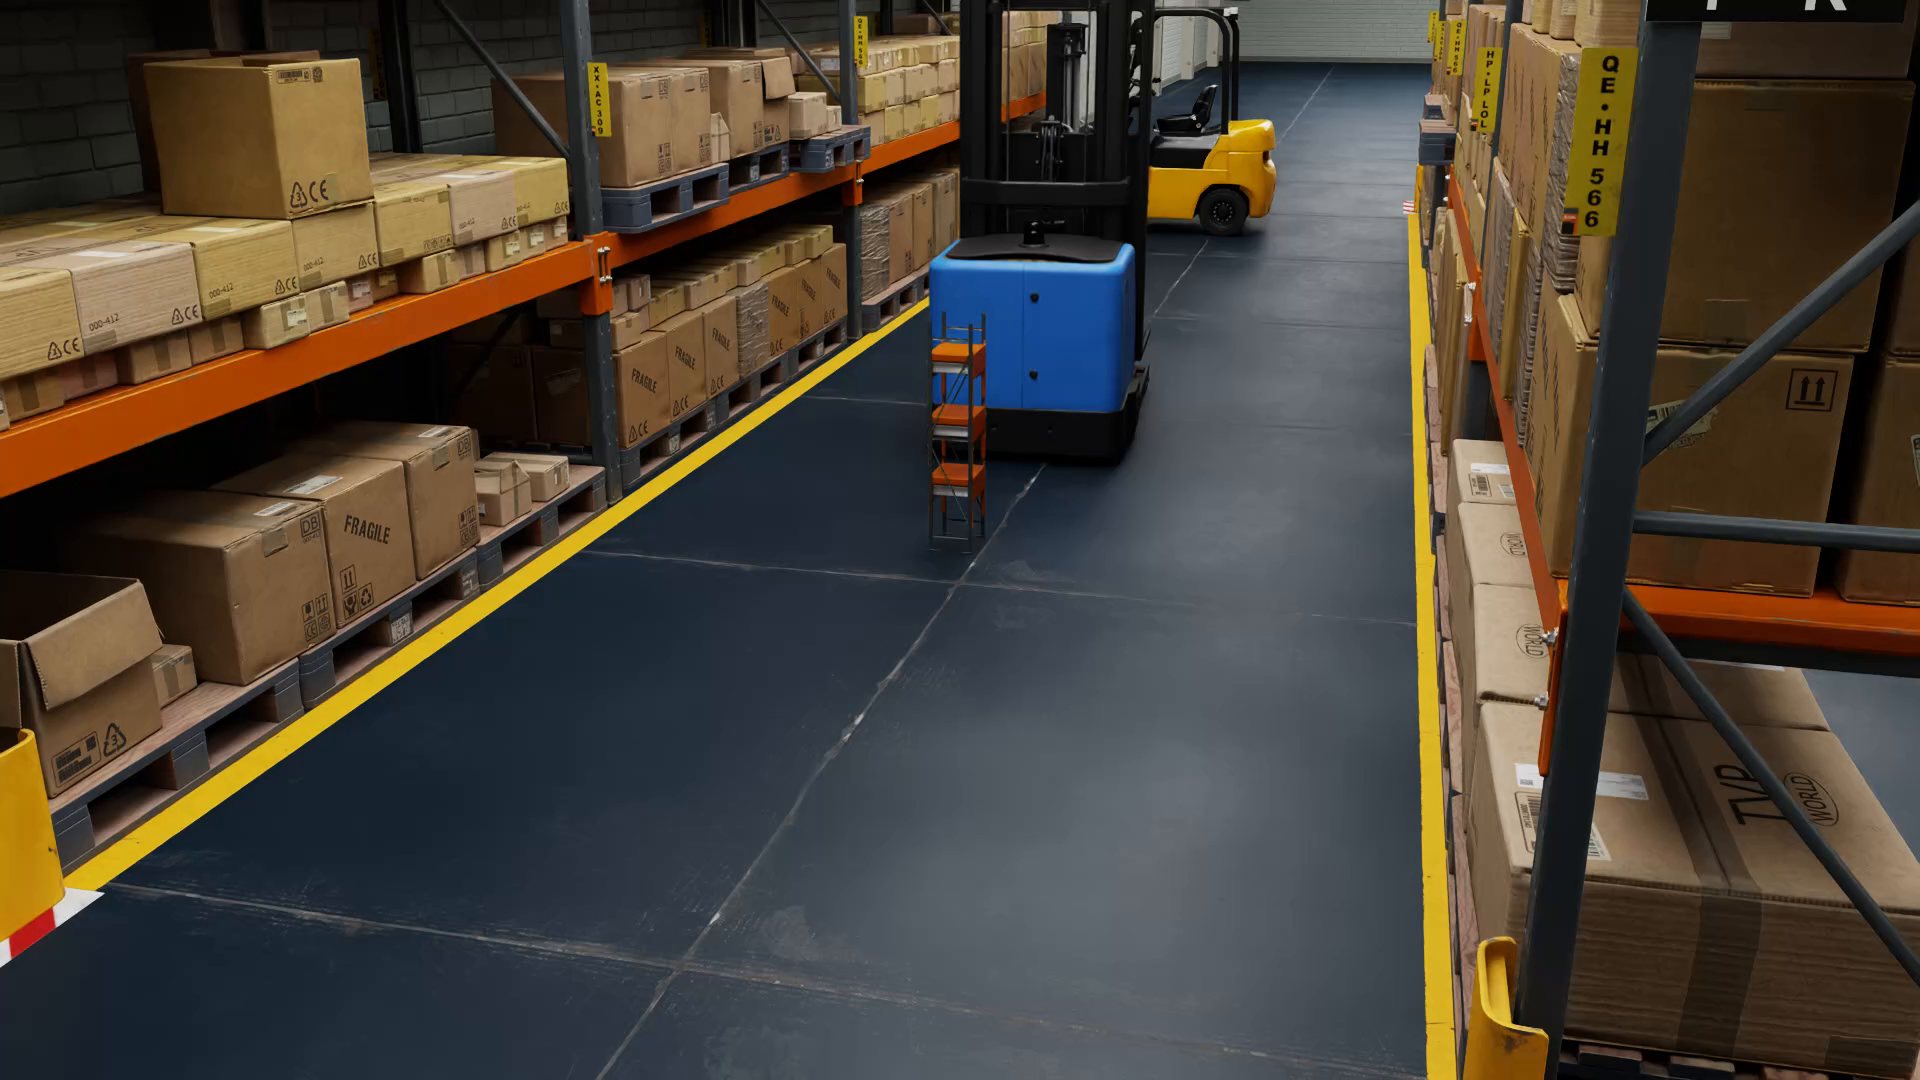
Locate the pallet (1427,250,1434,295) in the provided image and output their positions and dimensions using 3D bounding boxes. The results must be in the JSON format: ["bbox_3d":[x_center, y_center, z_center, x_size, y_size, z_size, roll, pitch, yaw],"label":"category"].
[{"bbox_3d":[4.402,-2.193,13.782,1.003,0.211,1.213,5,19,13],"label":"pallet"}]

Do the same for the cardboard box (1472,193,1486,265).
[{"bbox_3d":[2.502,-1.339,7.199,0.500,0.250,0.500,4,19,12],"label":"cardboard box"}]

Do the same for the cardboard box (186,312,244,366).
[{"bbox_3d":[-2.580,-0.676,5.414,0.380,0.149,0.250,5,19,14],"label":"cardboard box"}]

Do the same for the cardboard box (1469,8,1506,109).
[{"bbox_3d":[3.003,-2.571,8.873,0.500,0.500,0.500,5,20,15],"label":"cardboard box"}]

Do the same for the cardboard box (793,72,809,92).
[{"bbox_3d":[-1.360,-3.222,11.940,0.500,0.250,0.500,5,20,15],"label":"cardboard box"}]

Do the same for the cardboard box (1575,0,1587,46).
[{"bbox_3d":[1.811,-1.356,4.311,0.380,0.149,0.250,5,20,15],"label":"cardboard box"}]

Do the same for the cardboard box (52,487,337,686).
[{"bbox_3d":[-2.667,0.148,5.830,0.700,0.500,0.500,5,20,16],"label":"cardboard box"}]

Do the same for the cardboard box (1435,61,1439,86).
[{"bbox_3d":[4.821,-4.590,15.870,0.500,0.500,0.500,4,19,12],"label":"cardboard box"}]

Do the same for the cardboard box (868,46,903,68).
[{"bbox_3d":[-0.651,-3.655,12.591,0.380,0.149,0.250,5,19,14],"label":"cardboard box"}]

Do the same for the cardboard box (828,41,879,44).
[{"bbox_3d":[-0.880,-4.013,13.639,0.380,0.149,0.250,5,19,13],"label":"cardboard box"}]

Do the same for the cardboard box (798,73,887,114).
[{"bbox_3d":[-0.831,-3.178,11.808,0.500,0.250,0.500,5,19,13],"label":"cardboard box"}]

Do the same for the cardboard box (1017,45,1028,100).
[{"bbox_3d":[0.372,-4.637,16.468,0.500,0.500,0.500,4,19,13],"label":"cardboard box"}]

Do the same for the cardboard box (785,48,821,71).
[{"bbox_3d":[-1.239,-3.534,12.234,0.380,0.149,0.250,5,19,13],"label":"cardboard box"}]

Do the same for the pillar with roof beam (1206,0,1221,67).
[{"bbox_3d":[11.215,-17.156,43.995,9.100,9.000,0.400,5,19,13],"label":"pillar with roof beam"}]

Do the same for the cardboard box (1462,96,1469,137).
[{"bbox_3d":[3.123,-2.368,9.437,0.500,0.250,0.500,5,20,15],"label":"cardboard box"}]

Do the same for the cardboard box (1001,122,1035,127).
[{"bbox_3d":[0.712,-4.284,17.646,0.500,0.250,0.500,5,19,14],"label":"cardboard box"}]

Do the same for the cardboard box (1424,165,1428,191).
[{"bbox_3d":[4.844,-3.704,16.335,0.500,0.500,0.500,5,19,14],"label":"cardboard box"}]

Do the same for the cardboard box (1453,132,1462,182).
[{"bbox_3d":[3.250,-2.299,10.009,0.500,0.250,0.500,4,19,12],"label":"cardboard box"}]

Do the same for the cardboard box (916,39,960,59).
[{"bbox_3d":[-0.183,-4.130,13.979,0.380,0.149,0.250,4,19,12],"label":"cardboard box"}]

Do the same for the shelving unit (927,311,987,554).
[{"bbox_3d":[-0.013,-0.480,7.469,0.215,1.050,0.252,5,19,13],"label":"shelving unit"}]

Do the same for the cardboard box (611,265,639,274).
[{"bbox_3d":[-2.092,-1.510,9.683,0.380,0.149,0.250,5,19,14],"label":"cardboard box"}]

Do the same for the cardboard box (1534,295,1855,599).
[{"bbox_3d":[1.520,-0.215,3.522,0.500,0.500,0.500,5,19,14],"label":"cardboard box"}]

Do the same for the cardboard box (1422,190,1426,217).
[{"bbox_3d":[4.850,-3.346,16.447,0.500,0.250,0.500,6,20,17],"label":"cardboard box"}]

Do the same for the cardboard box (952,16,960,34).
[{"bbox_3d":[0.143,-4.719,15.245,0.380,0.149,0.250,5,20,14],"label":"cardboard box"}]

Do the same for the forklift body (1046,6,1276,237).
[{"bbox_3d":[2.060,-4.261,16.836,2.313,2.155,1.214,5,19,13],"label":"forklift body"}]

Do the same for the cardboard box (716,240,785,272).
[{"bbox_3d":[-1.328,-1.796,10.519,0.380,0.149,0.250,5,20,15],"label":"cardboard box"}]

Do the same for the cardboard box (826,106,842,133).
[{"bbox_3d":[-0.989,-2.738,10.801,0.380,0.149,0.250,5,19,14],"label":"cardboard box"}]

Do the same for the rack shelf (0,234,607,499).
[{"bbox_3d":[-2.666,-0.673,6.130,1.077,0.370,4.000,5,19,13],"label":"rack shelf"}]

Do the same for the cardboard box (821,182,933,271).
[{"bbox_3d":[-0.718,-2.580,13.624,0.875,0.625,0.625,4,19,11],"label":"cardboard box"}]

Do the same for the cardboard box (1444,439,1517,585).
[{"bbox_3d":[2.379,-0.047,6.500,0.875,0.438,0.875,4,19,13],"label":"cardboard box"}]

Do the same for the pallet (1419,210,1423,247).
[{"bbox_3d":[5.017,-3.034,16.244,1.003,0.211,1.213,5,19,13],"label":"pallet"}]

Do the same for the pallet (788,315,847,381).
[{"bbox_3d":[-1.419,-1.343,11.294,1.003,0.211,1.213,5,19,13],"label":"pallet"}]

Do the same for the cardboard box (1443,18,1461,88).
[{"bbox_3d":[3.828,-3.547,12.166,0.500,0.500,0.500,4,19,11],"label":"cardboard box"}]

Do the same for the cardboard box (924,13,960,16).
[{"bbox_3d":[-0.202,-5.089,16.328,0.380,0.149,0.250,4,19,12],"label":"cardboard box"}]

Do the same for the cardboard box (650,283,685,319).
[{"bbox_3d":[-1.734,-1.316,9.113,0.380,0.149,0.250,4,19,12],"label":"cardboard box"}]

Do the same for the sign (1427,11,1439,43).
[{"bbox_3d":[5.042,-5.463,17.702,0.100,0.325,0.005,5,19,13],"label":"sign"}]

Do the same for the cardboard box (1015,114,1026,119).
[{"bbox_3d":[0.453,-4.637,18.679,0.500,0.250,0.500,4,19,13],"label":"cardboard box"}]

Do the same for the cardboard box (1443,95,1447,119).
[{"bbox_3d":[3.602,-3.042,11.693,0.380,0.149,0.250,5,19,14],"label":"cardboard box"}]

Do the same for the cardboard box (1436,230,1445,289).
[{"bbox_3d":[4.125,-2.104,12.622,0.950,0.372,0.625,5,20,15],"label":"cardboard box"}]

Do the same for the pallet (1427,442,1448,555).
[{"bbox_3d":[2.752,-0.178,7.881,1.003,0.211,1.213,5,19,13],"label":"pallet"}]

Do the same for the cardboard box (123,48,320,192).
[{"bbox_3d":[-2.799,-1.619,6.399,0.500,0.500,0.500,4,19,12],"label":"cardboard box"}]

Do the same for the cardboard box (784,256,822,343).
[{"bbox_3d":[-1.228,-1.604,10.962,0.500,0.500,0.500,4,19,13],"label":"cardboard box"}]

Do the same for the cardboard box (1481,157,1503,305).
[{"bbox_3d":[2.268,-1.170,6.319,0.500,0.500,0.500,5,20,15],"label":"cardboard box"}]

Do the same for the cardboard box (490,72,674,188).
[{"bbox_3d":[-1.842,-2.020,8.158,0.700,0.500,0.500,5,20,15],"label":"cardboard box"}]

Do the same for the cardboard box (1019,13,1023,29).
[{"bbox_3d":[0.424,-5.209,16.679,0.380,0.149,0.250,5,19,14],"label":"cardboard box"}]

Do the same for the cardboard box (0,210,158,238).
[{"bbox_3d":[-3.047,-0.938,5.565,0.500,0.250,0.500,5,20,15],"label":"cardboard box"}]

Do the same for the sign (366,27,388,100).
[{"bbox_3d":[-2.717,-2.231,7.787,0.100,0.325,0.005,5,19,13],"label":"sign"}]

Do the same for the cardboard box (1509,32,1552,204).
[{"bbox_3d":[2.020,-1.322,5.217,0.500,0.500,0.500,5,19,14],"label":"cardboard box"}]

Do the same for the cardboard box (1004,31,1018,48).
[{"bbox_3d":[0.341,-4.818,15.994,0.380,0.149,0.250,5,20,15],"label":"cardboard box"}]

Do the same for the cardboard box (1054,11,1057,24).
[{"bbox_3d":[0.841,-5.688,18.081,0.380,0.149,0.250,5,19,13],"label":"cardboard box"}]

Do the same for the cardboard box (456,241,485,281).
[{"bbox_3d":[-2.184,-1.155,6.817,0.380,0.149,0.250,5,20,15],"label":"cardboard box"}]

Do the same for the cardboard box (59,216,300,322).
[{"bbox_3d":[-2.539,-0.895,5.438,0.500,0.250,0.500,4,19,12],"label":"cardboard box"}]

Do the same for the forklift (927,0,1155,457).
[{"bbox_3d":[0.583,-2.262,9.776,1.130,2.935,3.031,3,19,9],"label":"forklift"}]

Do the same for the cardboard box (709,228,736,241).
[{"bbox_3d":[-1.721,-1.997,11.107,0.380,0.149,0.250,5,20,15],"label":"cardboard box"}]

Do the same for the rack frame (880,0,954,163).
[{"bbox_3d":[-0.223,-4.148,15.191,1.000,3.000,0.127,5,19,13],"label":"rack frame"}]

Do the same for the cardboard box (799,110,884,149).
[{"bbox_3d":[-0.855,-2.943,11.895,0.500,0.250,0.500,5,19,14],"label":"cardboard box"}]

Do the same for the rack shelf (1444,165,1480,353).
[{"bbox_3d":[3.125,-1.536,8.657,1.077,0.370,4.000,5,19,13],"label":"rack shelf"}]
